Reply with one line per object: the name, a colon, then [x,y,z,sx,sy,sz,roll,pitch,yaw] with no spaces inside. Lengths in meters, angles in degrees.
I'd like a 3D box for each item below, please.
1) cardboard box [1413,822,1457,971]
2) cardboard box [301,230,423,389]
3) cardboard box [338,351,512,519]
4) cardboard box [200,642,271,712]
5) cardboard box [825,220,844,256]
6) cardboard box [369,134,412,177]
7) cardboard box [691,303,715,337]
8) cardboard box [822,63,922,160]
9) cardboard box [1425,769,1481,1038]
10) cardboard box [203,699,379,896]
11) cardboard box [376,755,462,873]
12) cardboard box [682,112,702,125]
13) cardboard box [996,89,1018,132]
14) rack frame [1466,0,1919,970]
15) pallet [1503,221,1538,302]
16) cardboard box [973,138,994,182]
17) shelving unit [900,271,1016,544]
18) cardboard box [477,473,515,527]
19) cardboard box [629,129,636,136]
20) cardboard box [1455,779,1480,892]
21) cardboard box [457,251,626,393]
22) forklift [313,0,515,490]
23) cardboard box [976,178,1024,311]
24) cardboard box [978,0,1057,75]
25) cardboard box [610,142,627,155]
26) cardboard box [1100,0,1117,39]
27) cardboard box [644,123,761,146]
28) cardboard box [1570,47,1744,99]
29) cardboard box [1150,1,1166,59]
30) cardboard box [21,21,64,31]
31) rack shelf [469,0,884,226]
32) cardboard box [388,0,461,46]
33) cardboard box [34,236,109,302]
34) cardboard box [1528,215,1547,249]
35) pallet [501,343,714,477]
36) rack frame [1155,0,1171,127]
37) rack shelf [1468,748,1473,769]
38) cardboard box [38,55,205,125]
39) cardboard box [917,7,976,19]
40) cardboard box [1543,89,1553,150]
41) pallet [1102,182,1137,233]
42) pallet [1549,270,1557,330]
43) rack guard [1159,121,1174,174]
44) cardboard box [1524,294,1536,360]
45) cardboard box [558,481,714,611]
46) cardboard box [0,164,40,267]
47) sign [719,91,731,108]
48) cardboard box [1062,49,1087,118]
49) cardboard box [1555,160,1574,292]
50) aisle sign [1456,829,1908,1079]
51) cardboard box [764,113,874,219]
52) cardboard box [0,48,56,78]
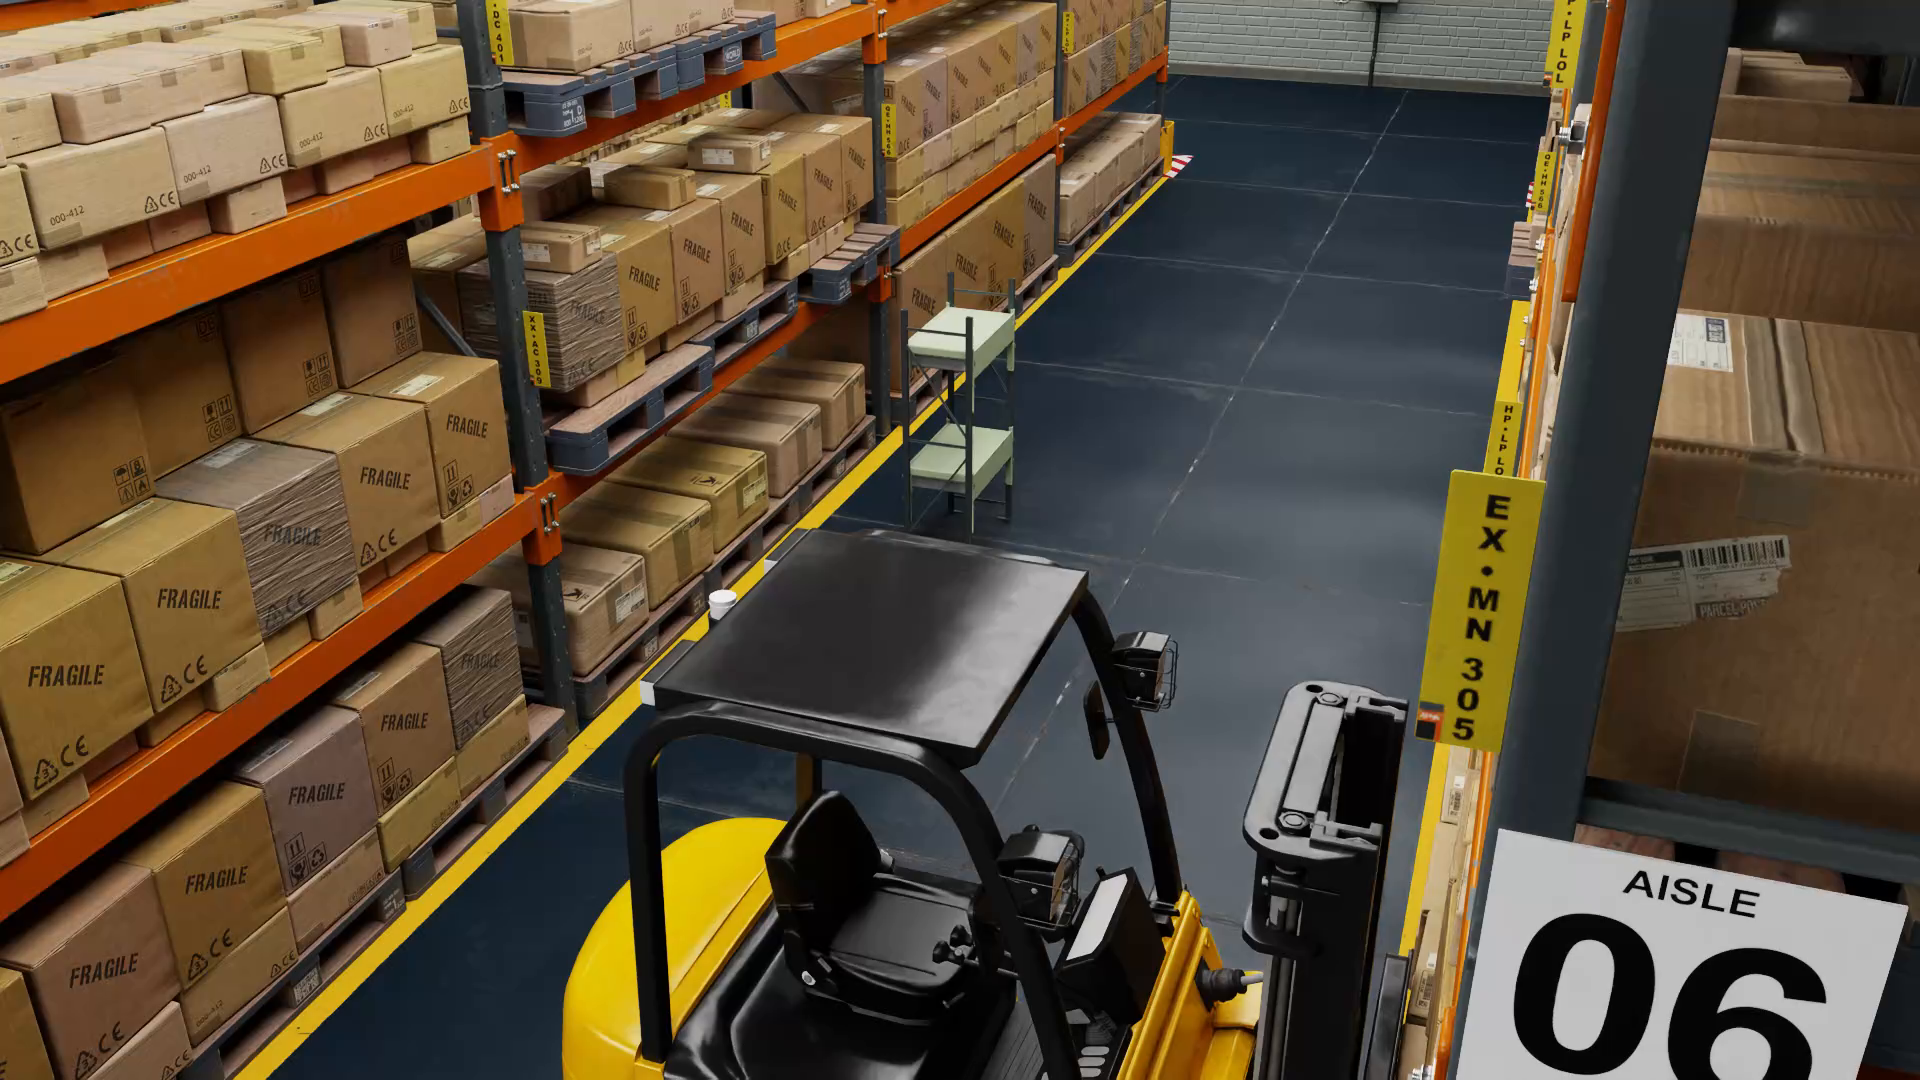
cardboard box: [1.756,1.195,5.365,0.500,0.250,0.500,9,27,18]
cardboard box: [-2.640,-0.963,6.693,0.700,0.500,0.500,8,27,17]
cardboard box: [-2.203,-0.444,6.768,0.500,0.500,0.500,8,27,16]
cardboard box: [-2.609,0.436,5.696,0.380,0.149,0.250,9,27,18]
cardboard box: [-0.908,-1.804,9.840,0.380,0.149,0.250,9,27,17]
cardboard box: [-2.274,-1.456,6.161,0.380,0.149,0.250,9,27,18]
cardboard box: [-1.485,-1.171,8.532,0.380,0.149,0.250,9,27,18]
cardboard box: [-0.563,-2.790,10.807,0.500,0.500,0.500,8,27,16]
cardboard box: [1.486,0.963,4.205,0.500,0.500,0.500,9,27,18]
cardboard box: [-2.569,0.929,6.203,0.500,0.500,0.500,10,28,20]
cardboard box: [-2.400,1.067,6.777,0.500,0.250,0.500,8,27,16]
cardboard box: [-3.075,-4.659,18.378,0.380,0.149,0.250,8,27,15]
cardboard box: [0.129,-3.292,12.705,0.500,0.250,0.500,9,27,19]
rack frame: [1.062,-0.822,1.121,1.000,3.000,0.127,9,27,17]
pallet: [3.883,-1.611,9.856,1.213,0.211,1.003,9,27,17]
cardboard box: [-0.063,-2.856,12.379,0.500,0.250,0.500,9,27,17]
shelving unit: [-0.002,-0.672,9.417,0.431,1.500,0.755,9,27,17]
cardboard box: [-2.109,-0.194,6.997,0.380,0.149,0.250,8,27,17]
cardboard box: [-3.594,-4.275,17.245,0.380,0.149,0.250,8,27,15]
cardboard box: [1.312,0.691,3.680,0.380,0.149,0.250,9,27,18]
cardboard box: [-1.863,-1.002,7.440,0.500,0.500,0.500,9,27,19]
forklift: [-3.691,-1.496,9.476,3.031,2.935,1.130,-23,34,-39]
cardboard box: [-0.051,-2.365,13.149,0.875,0.875,0.875,10,27,19]
cardboard box: [0.461,-4.046,13.402,0.500,0.500,0.500,10,27,19]
cardboard box: [-3.653,-4.032,17.084,0.380,0.149,0.250,10,28,20]
cardboard box: [1.115,-4.842,15.047,0.500,0.500,0.500,9,27,18]
cardboard box: [-1.493,-2.129,9.766,0.500,0.500,0.500,10,28,20]
cardboard box: [2.404,-1.642,5.763,0.500,0.311,0.500,8,27,16]
cardboard box: [1.793,-5.223,16.981,0.500,0.500,0.500,9,27,18]
cardboard box: [-9.042,-4.819,16.146,0.500,0.500,0.500,10,27,19]
rack shelf: [-1.624,-2.332,8.507,1.077,0.370,4.000,9,27,17]
cardboard box: [-2.232,-2.216,7.133,0.500,0.250,0.500,8,27,16]
cardboard box: [-2.728,-0.812,4.831,0.380,0.149,0.250,8,27,16]
cardboard box: [3.581,-1.811,9.854,0.380,0.149,0.250,9,27,18]
pallet: [-1.898,-0.690,7.953,1.003,0.211,1.213,9,27,17]
rack frame: [1.704,-5.415,17.492,1.000,3.000,0.127,9,27,17]
rack shelf: [1.727,1.380,4.282,1.077,0.370,4.000,9,27,17]
cardboard box: [-2.557,-1.375,5.078,0.380,0.149,0.250,9,27,18]
cardboard box: [-0.188,-3.914,13.129,0.500,0.500,0.500,9,27,17]
cardboard box: [4.683,-3.120,12.156,0.700,0.500,0.500,9,27,19]
pallet: [1.104,-3.320,16.365,1.003,0.211,1.213,9,27,17]
pallet: [2.133,-0.721,4.457,1.003,0.211,1.213,9,27,17]
rack guard: [1.712,-4.300,18.057,1.175,0.500,0.348,9,27,17]
cardboard box: [2.987,-1.002,7.975,0.500,0.250,0.500,8,27,16]
cardboard box: [-1.881,-0.002,8.845,0.950,0.372,0.625,11,28,21]
cardboard box: [-2.876,-0.846,4.443,0.500,0.250,0.500,10,27,19]
sign: [-1.483,-2.728,10.613,0.100,0.325,0.005,9,27,17]
cardboard box: [0.776,-3.971,14.395,0.500,0.500,0.500,10,27,19]
cardboard box: [1.612,-0.723,3.916,0.396,0.266,0.258,8,27,16]
aisle sign: [0.763,0.693,1.894,0.394,0.787,0.004,9,27,17]
cardboard box: [-0.847,-2.268,10.054,0.500,0.500,0.500,8,27,16]
cardboard box: [-3.084,-1.454,5.242,0.380,0.149,0.250,8,27,17]
